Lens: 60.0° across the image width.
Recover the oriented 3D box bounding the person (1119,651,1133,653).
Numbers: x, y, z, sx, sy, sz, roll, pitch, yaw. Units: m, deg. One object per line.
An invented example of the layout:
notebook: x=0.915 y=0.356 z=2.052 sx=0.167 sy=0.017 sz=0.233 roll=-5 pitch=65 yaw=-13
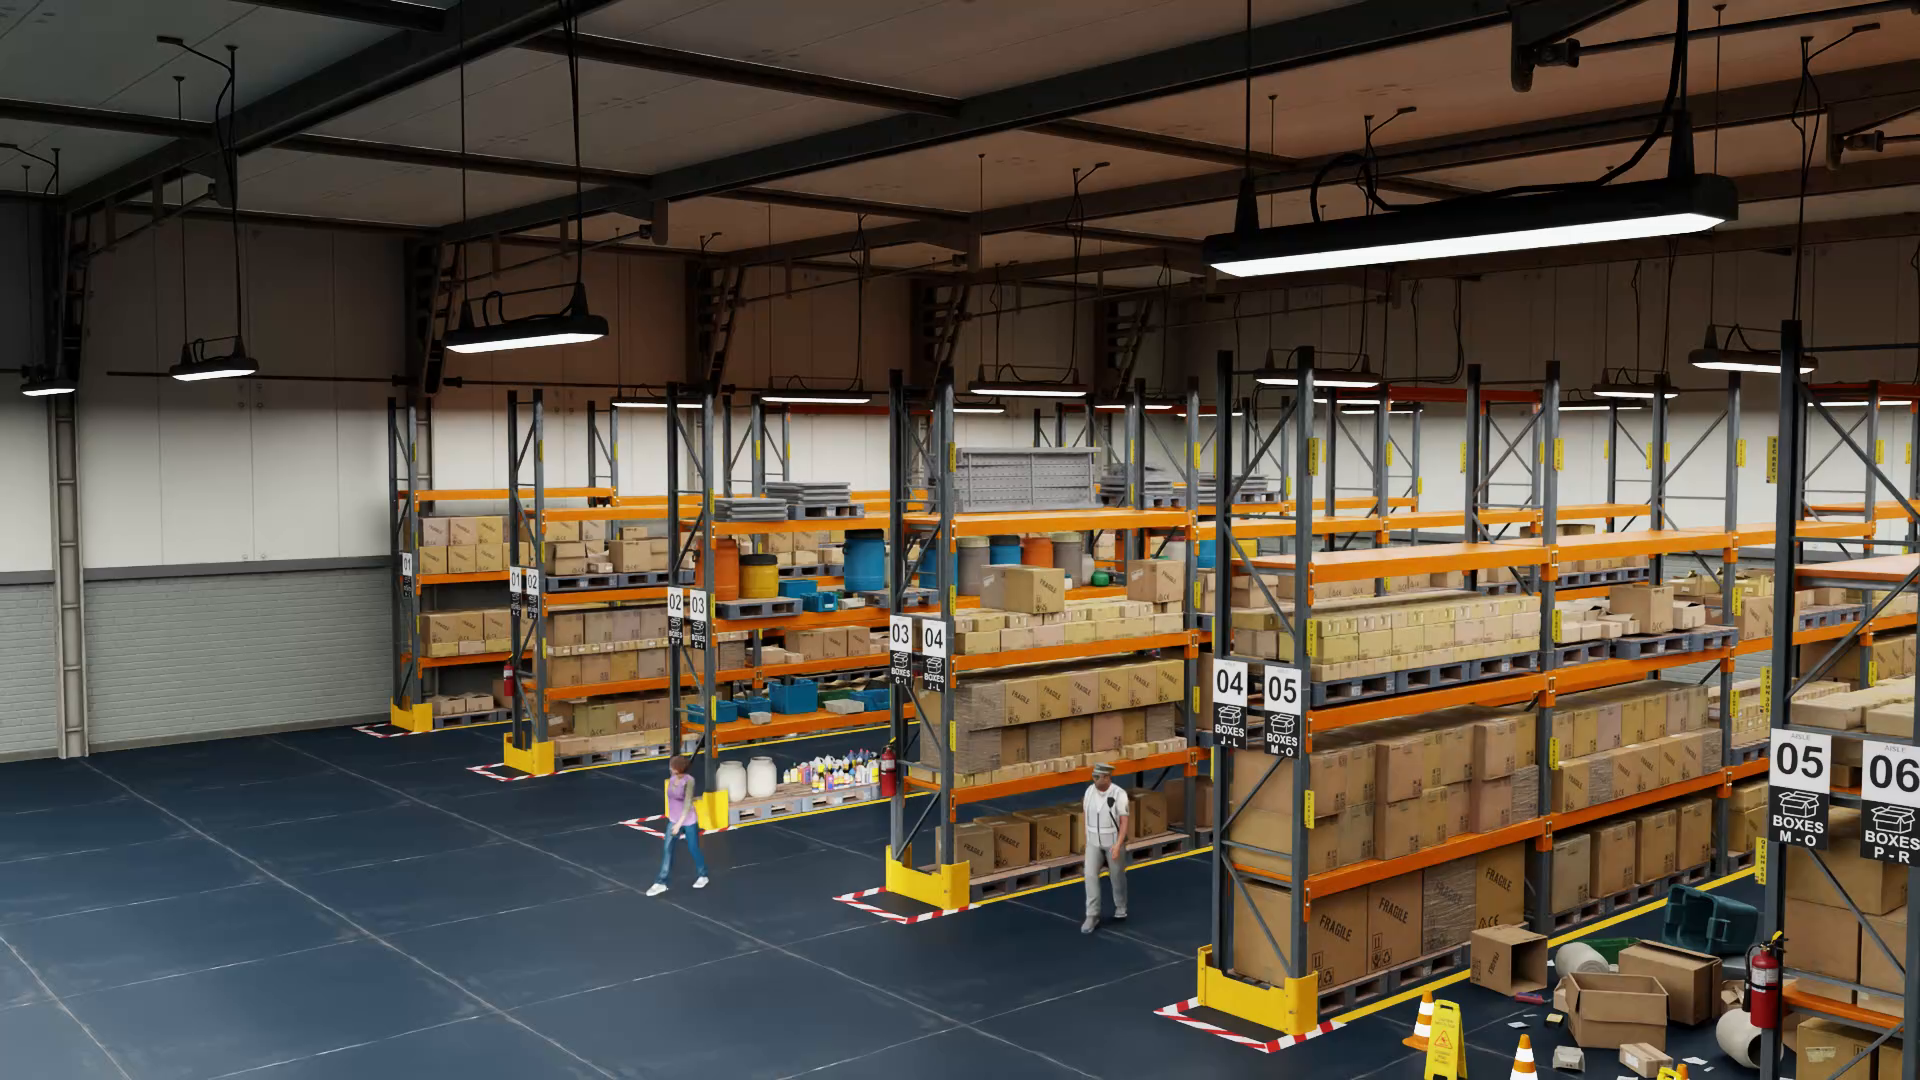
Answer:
person: x=3.121 y=2.537 z=30.845 sx=0.496 sy=1.662 sz=0.529 roll=-3 pitch=4 yaw=-39

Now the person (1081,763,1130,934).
person: x=1.540 y=3.248 z=17.810 sx=0.559 sy=1.743 sz=0.890 roll=2 pitch=4 yaw=25

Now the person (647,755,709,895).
person: x=-3.233 y=3.248 z=19.065 sx=0.434 sy=1.565 sz=0.855 roll=3 pitch=4 yaw=37
